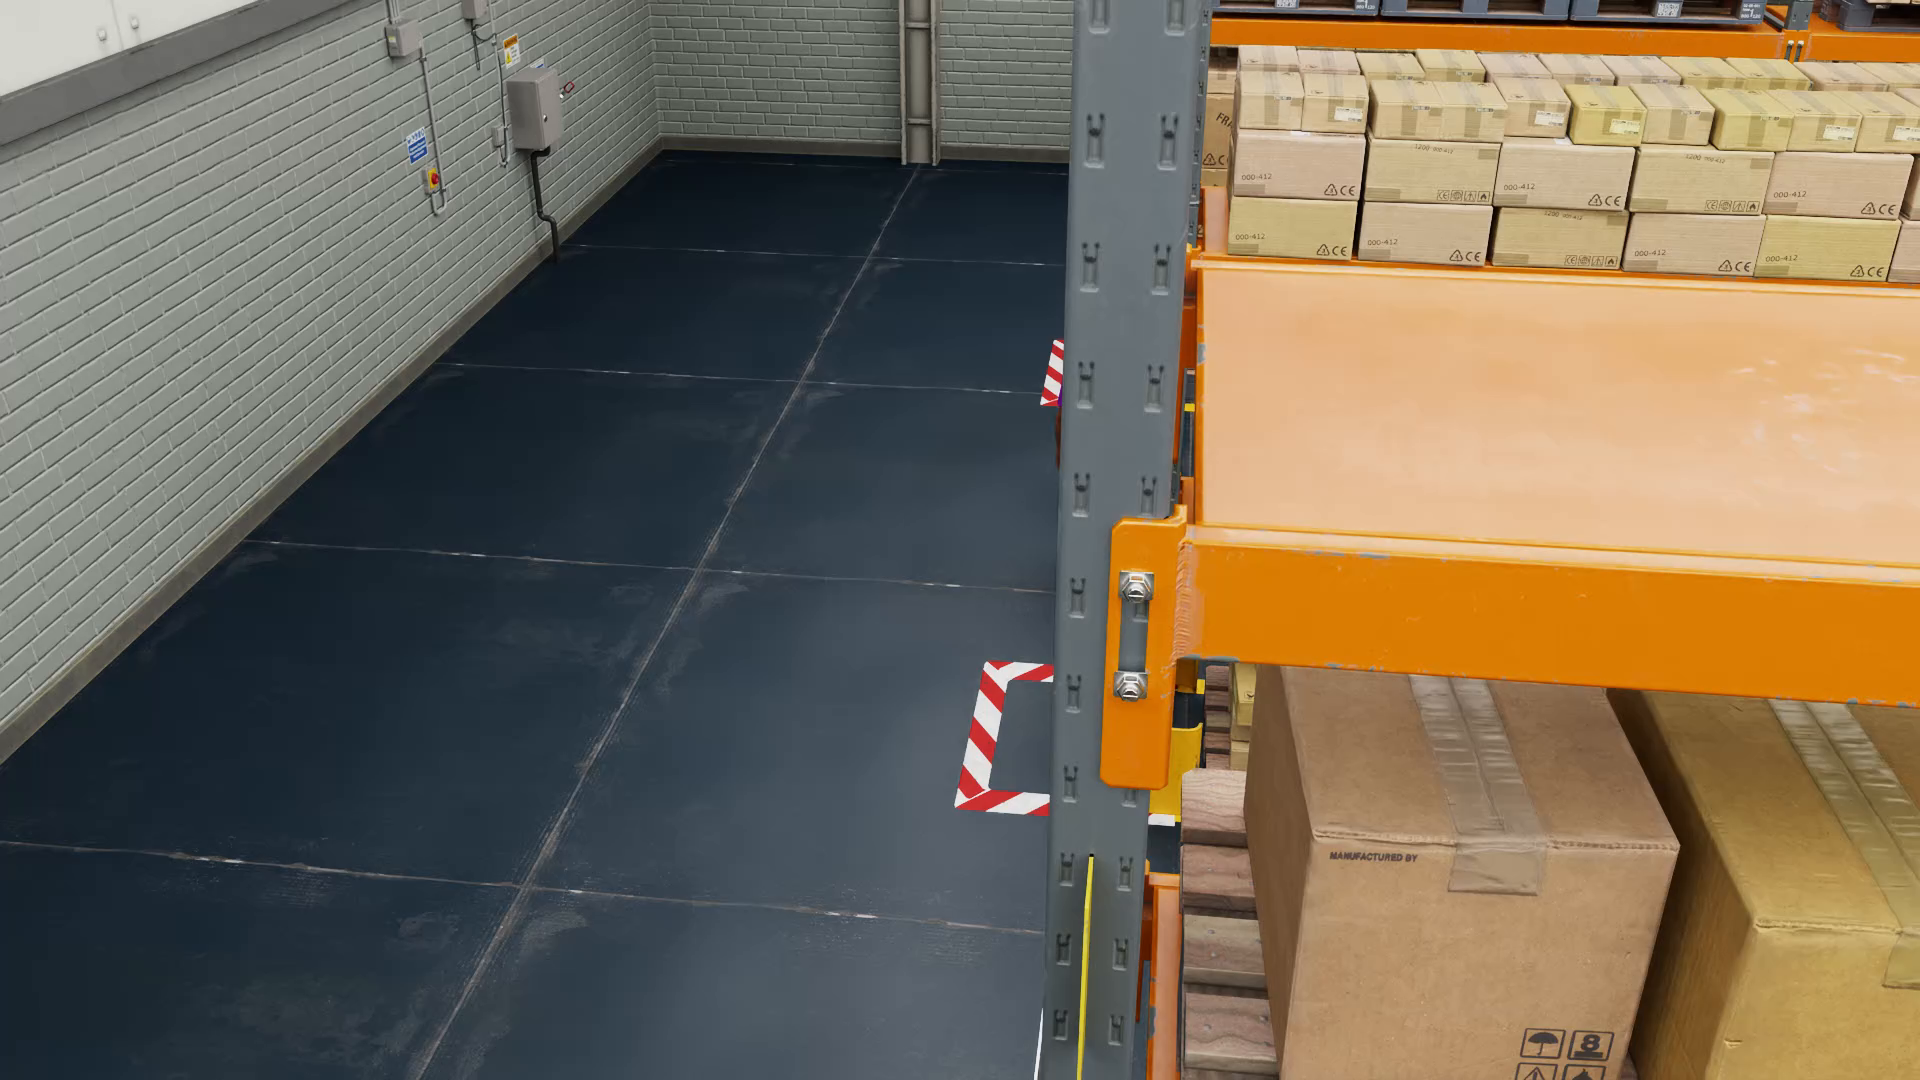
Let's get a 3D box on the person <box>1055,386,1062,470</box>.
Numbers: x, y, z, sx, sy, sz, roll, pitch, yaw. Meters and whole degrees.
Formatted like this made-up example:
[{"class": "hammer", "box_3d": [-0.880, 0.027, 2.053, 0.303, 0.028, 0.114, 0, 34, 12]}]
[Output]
[{"class": "person", "box_3d": [0.866, -0.516, 9.678, 0.627, 1.761, 0.456, 4, 28, 7]}]
